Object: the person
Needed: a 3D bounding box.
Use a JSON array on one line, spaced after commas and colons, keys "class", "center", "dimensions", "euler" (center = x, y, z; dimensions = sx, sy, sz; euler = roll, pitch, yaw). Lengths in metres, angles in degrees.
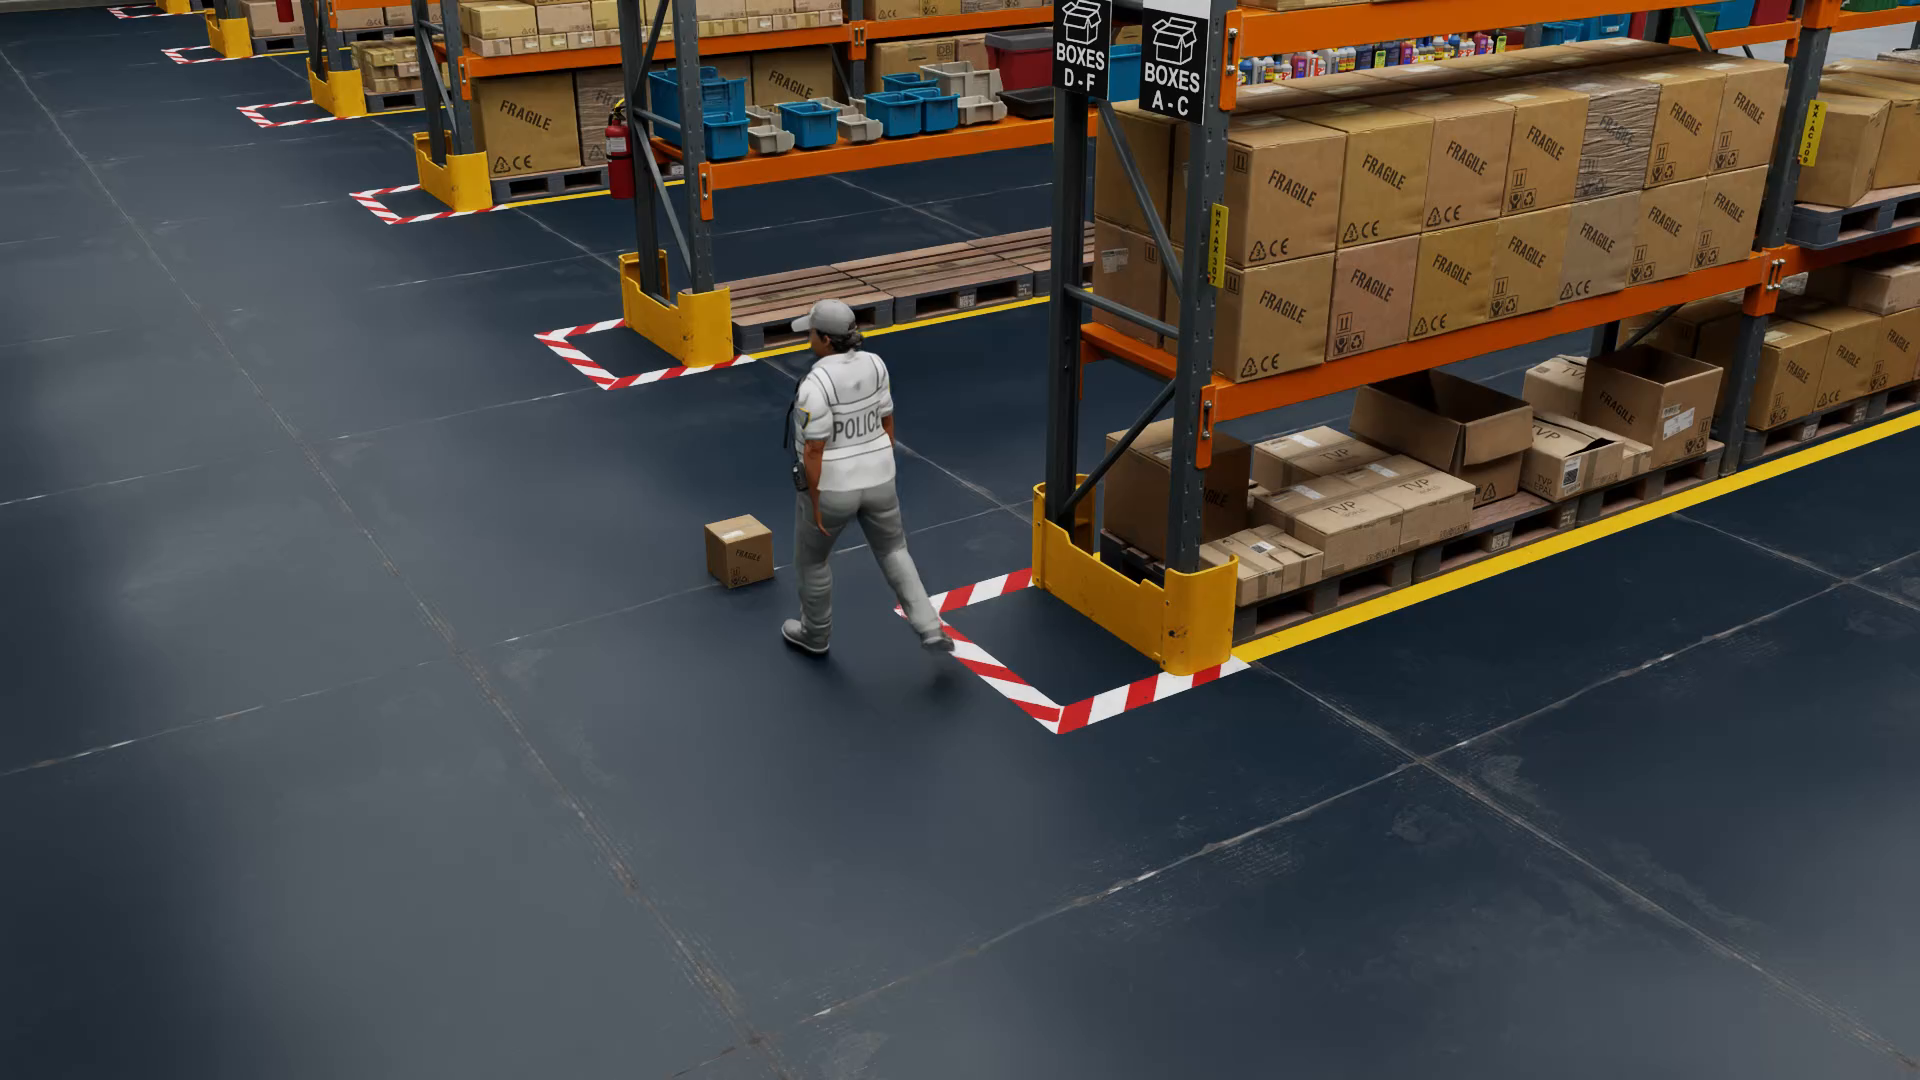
[{"class": "person", "center": [-0.427, -0.225, 7.171], "dimensions": [0.545, 1.642, 0.839], "euler": [-18, 31, -33]}]
